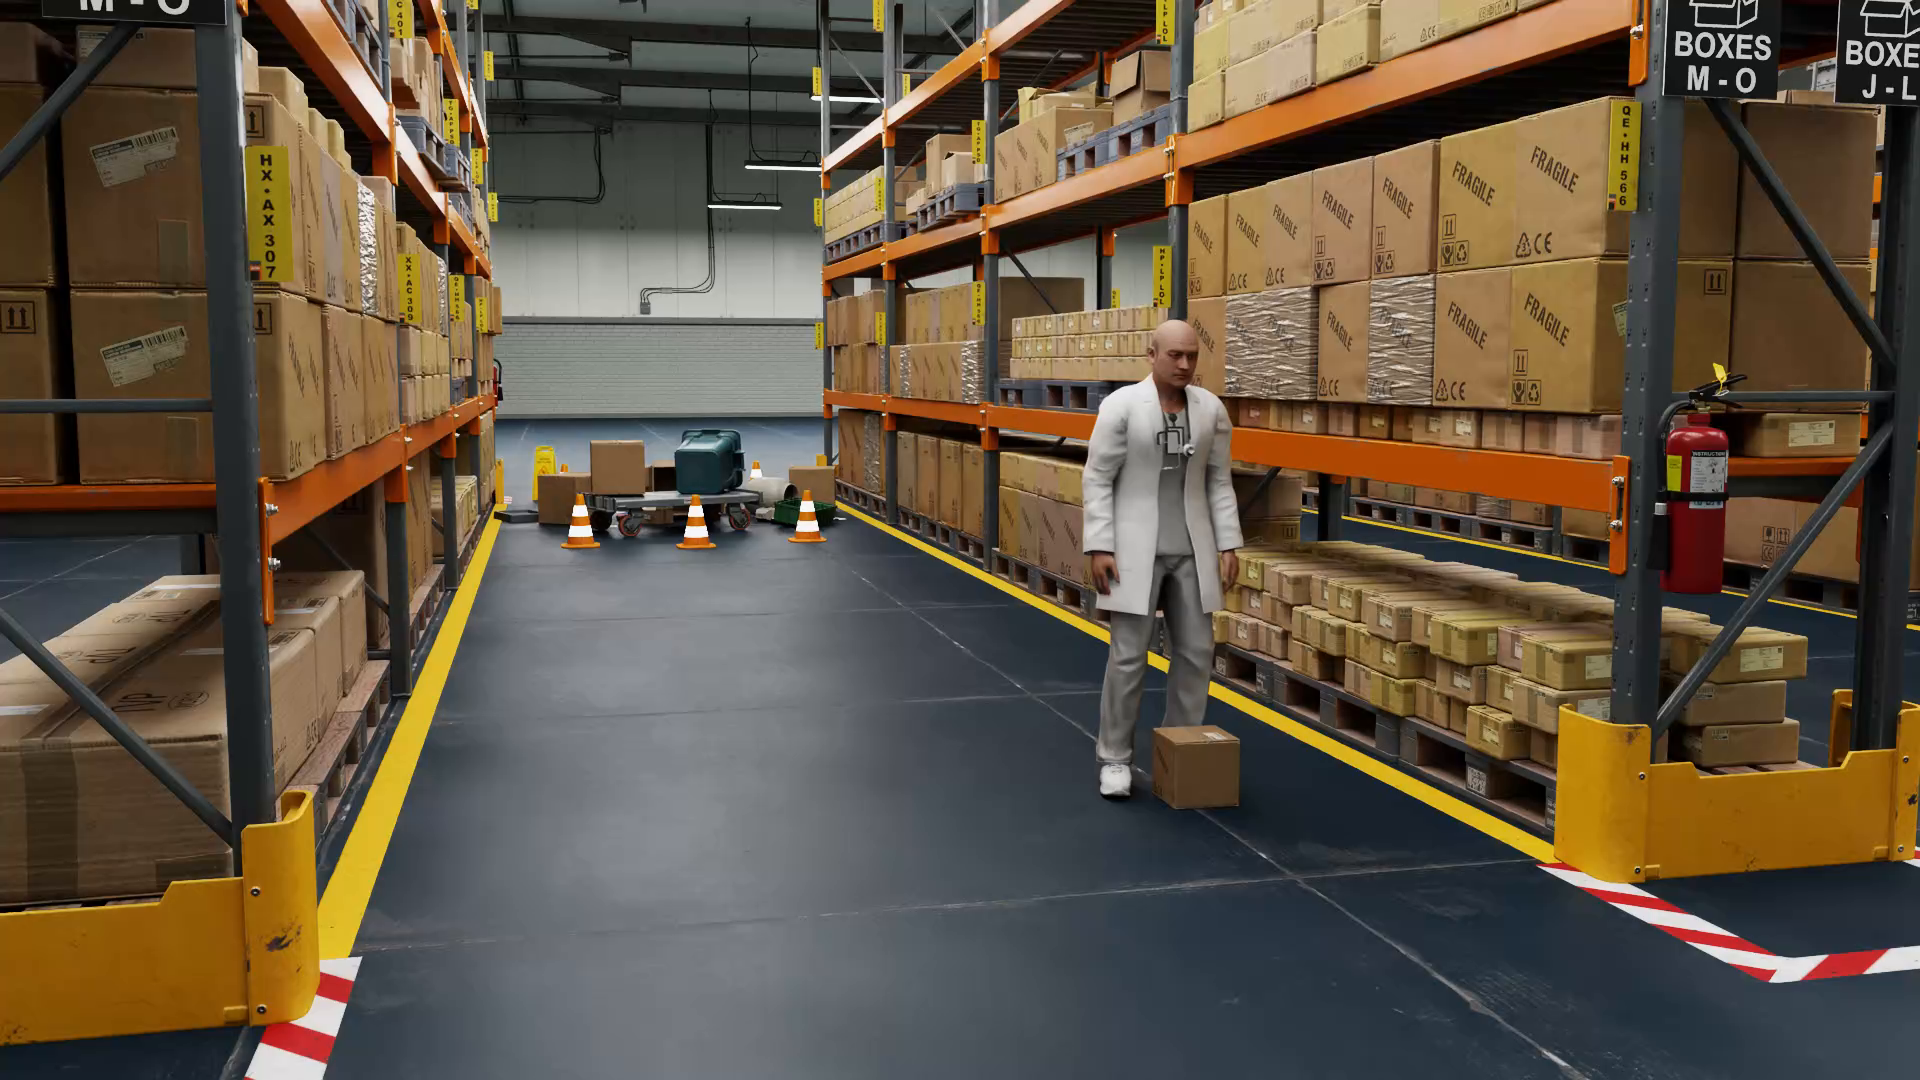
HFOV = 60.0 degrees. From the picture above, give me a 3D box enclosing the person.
[{"bbox_3d":[0.771,0.059,6.315,0.643,1.775,0.426,-2,6,-15],"label":"person"}]
